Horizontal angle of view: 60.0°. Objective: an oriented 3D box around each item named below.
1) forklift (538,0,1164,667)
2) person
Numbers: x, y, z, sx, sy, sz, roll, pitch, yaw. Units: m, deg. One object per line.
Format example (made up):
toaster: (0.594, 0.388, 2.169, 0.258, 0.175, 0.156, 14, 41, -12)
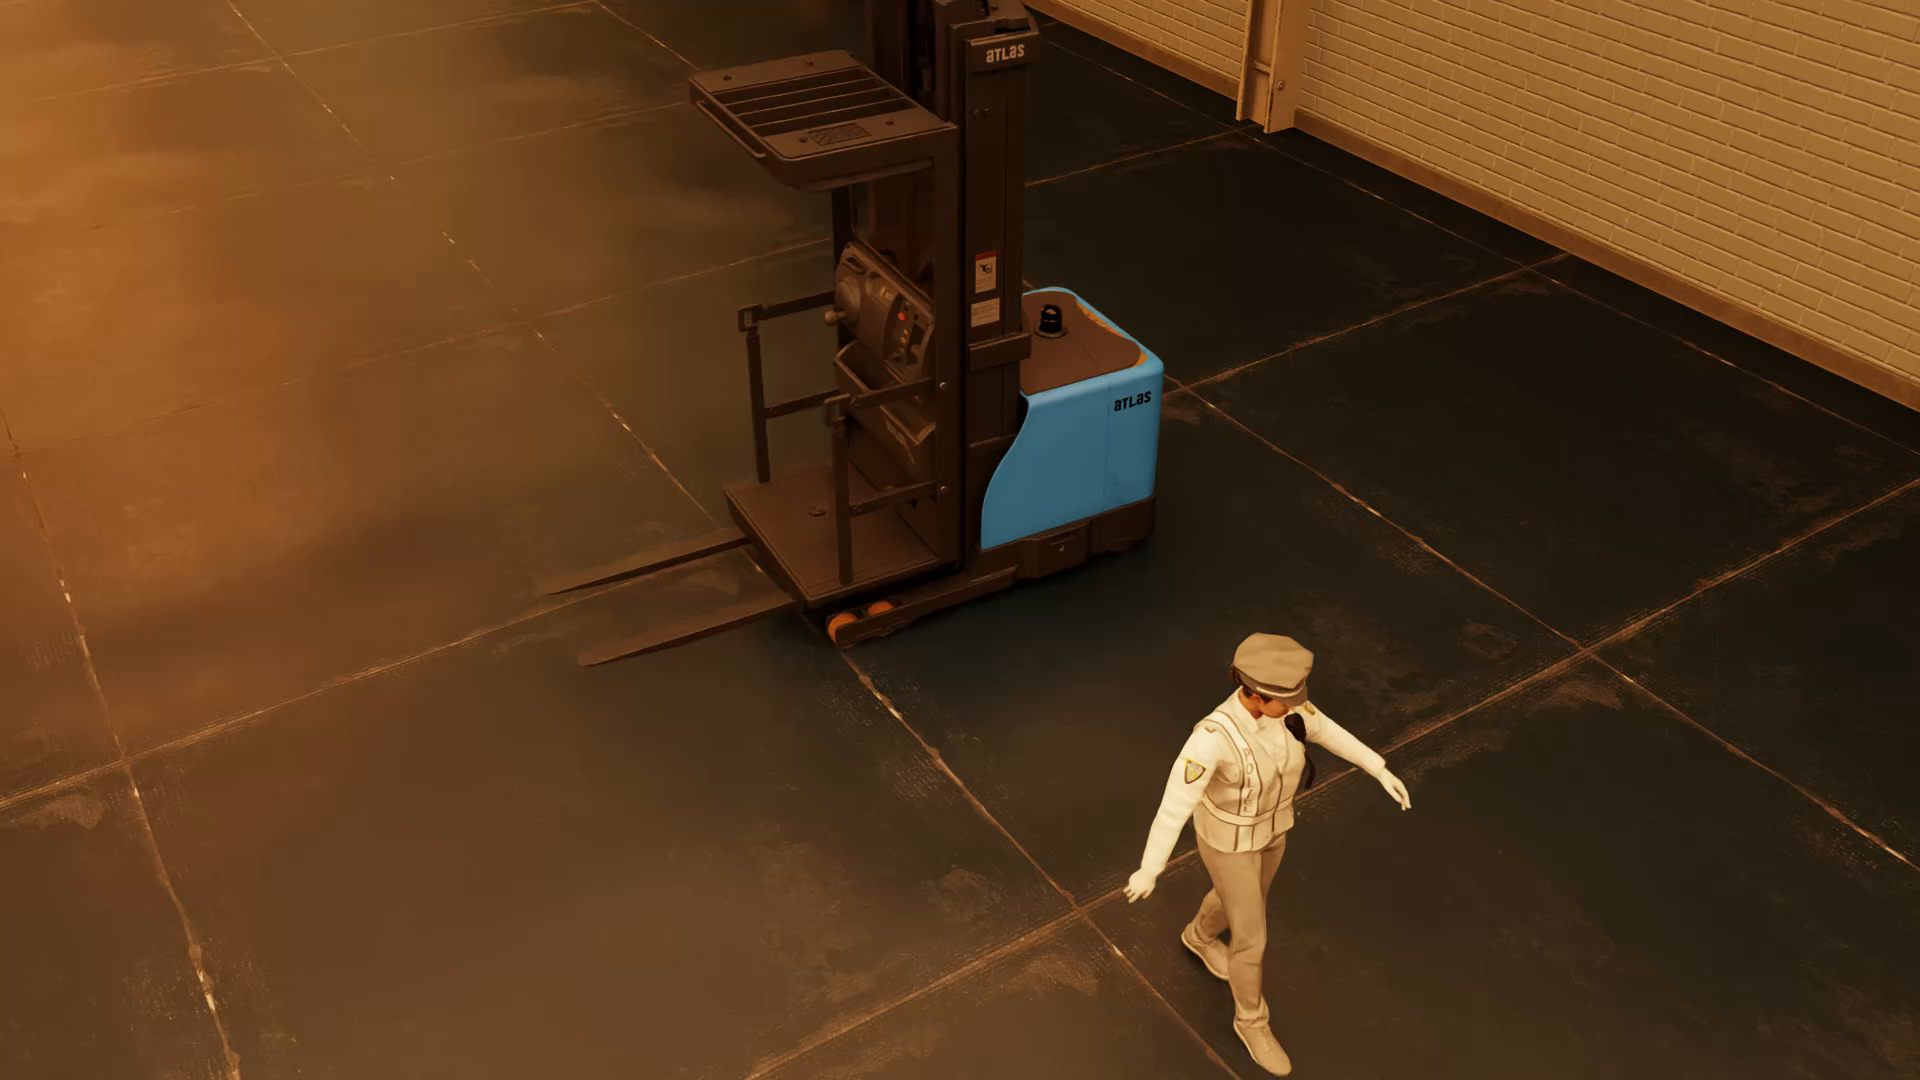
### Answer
forklift: (-0.535, -1.030, 7.613, 3.031, 2.935, 1.130, -17, 39, -23)
person: (1.024, 1.080, 5.763, 0.913, 1.664, 0.684, -27, 43, -33)
